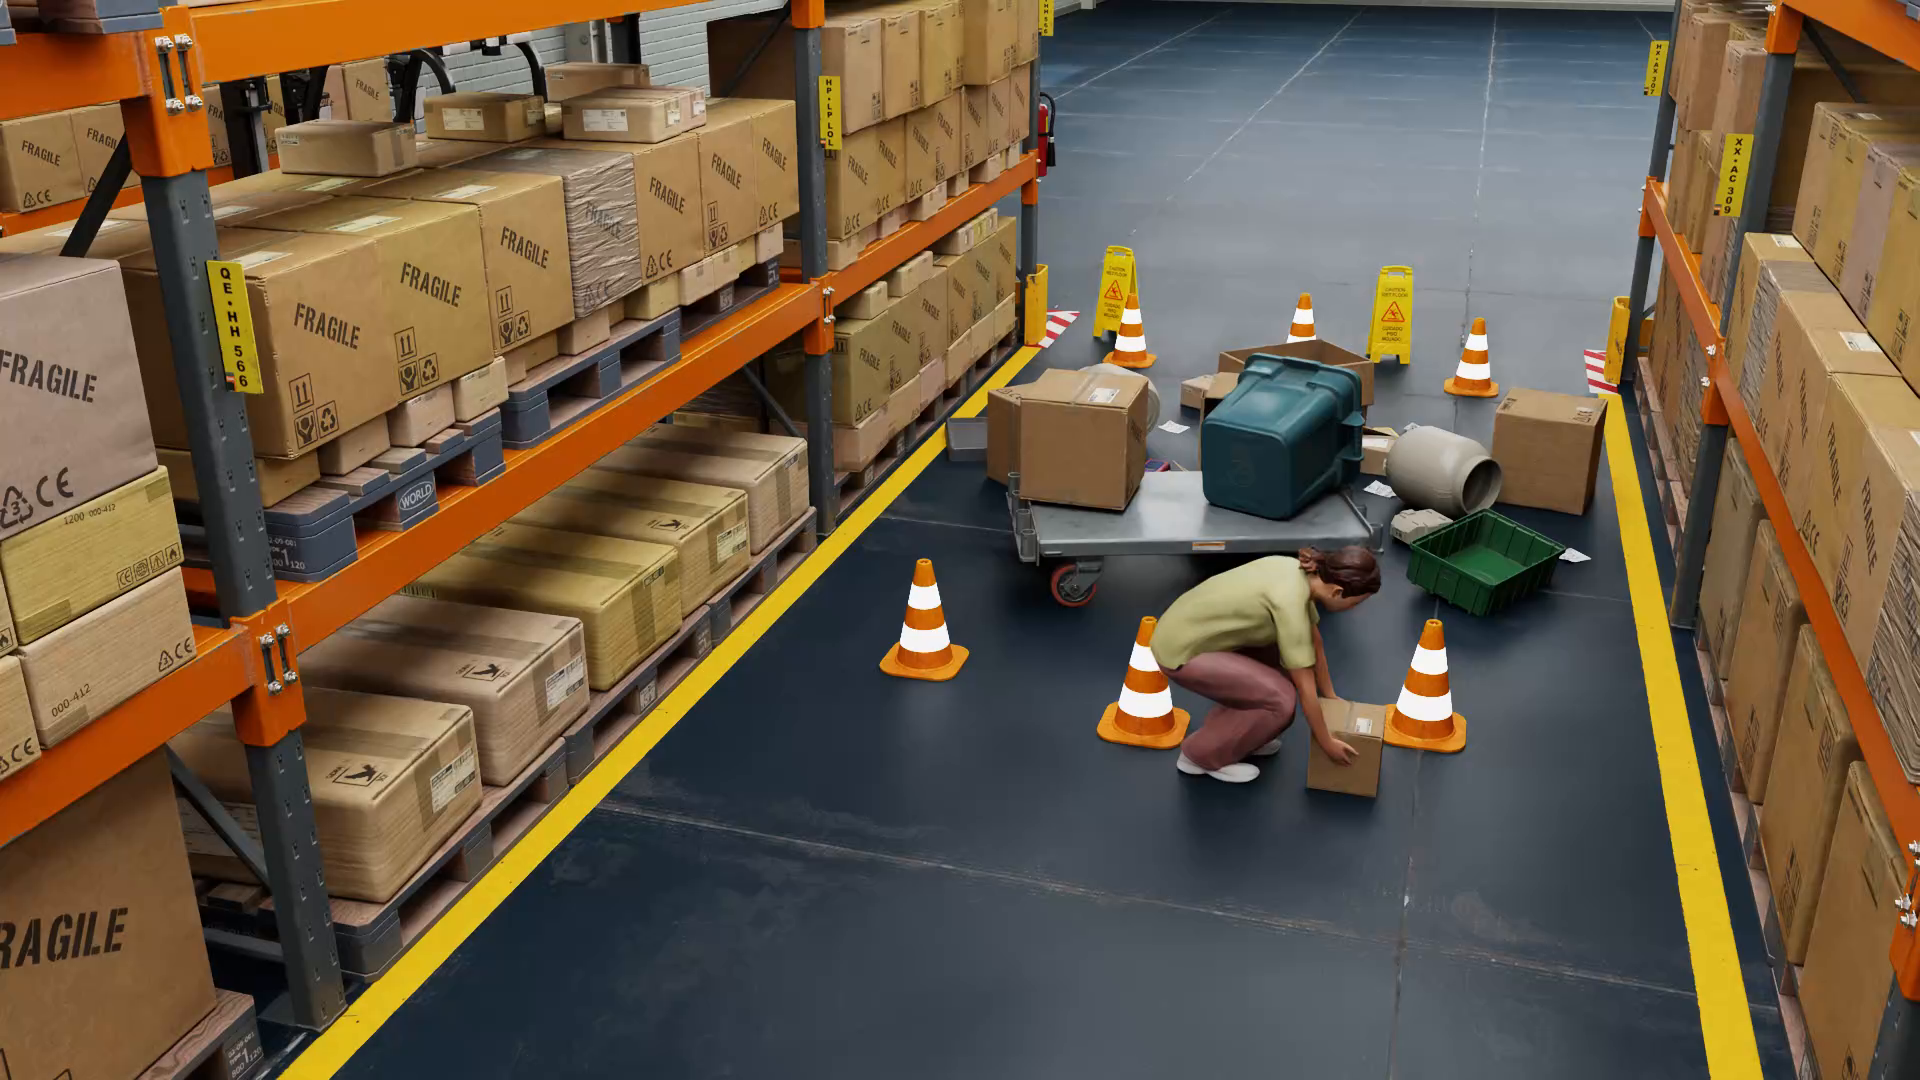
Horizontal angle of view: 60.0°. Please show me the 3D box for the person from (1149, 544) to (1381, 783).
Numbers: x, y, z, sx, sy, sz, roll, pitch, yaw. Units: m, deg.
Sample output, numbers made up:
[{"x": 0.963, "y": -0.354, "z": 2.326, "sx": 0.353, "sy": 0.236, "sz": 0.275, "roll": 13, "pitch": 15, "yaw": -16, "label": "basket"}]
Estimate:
[{"x": 1.104, "y": 0.422, "z": 6.098, "sx": 0.798, "sy": 0.891, "sz": 0.489, "roll": 6, "pitch": 23, "yaw": 15, "label": "person"}]
